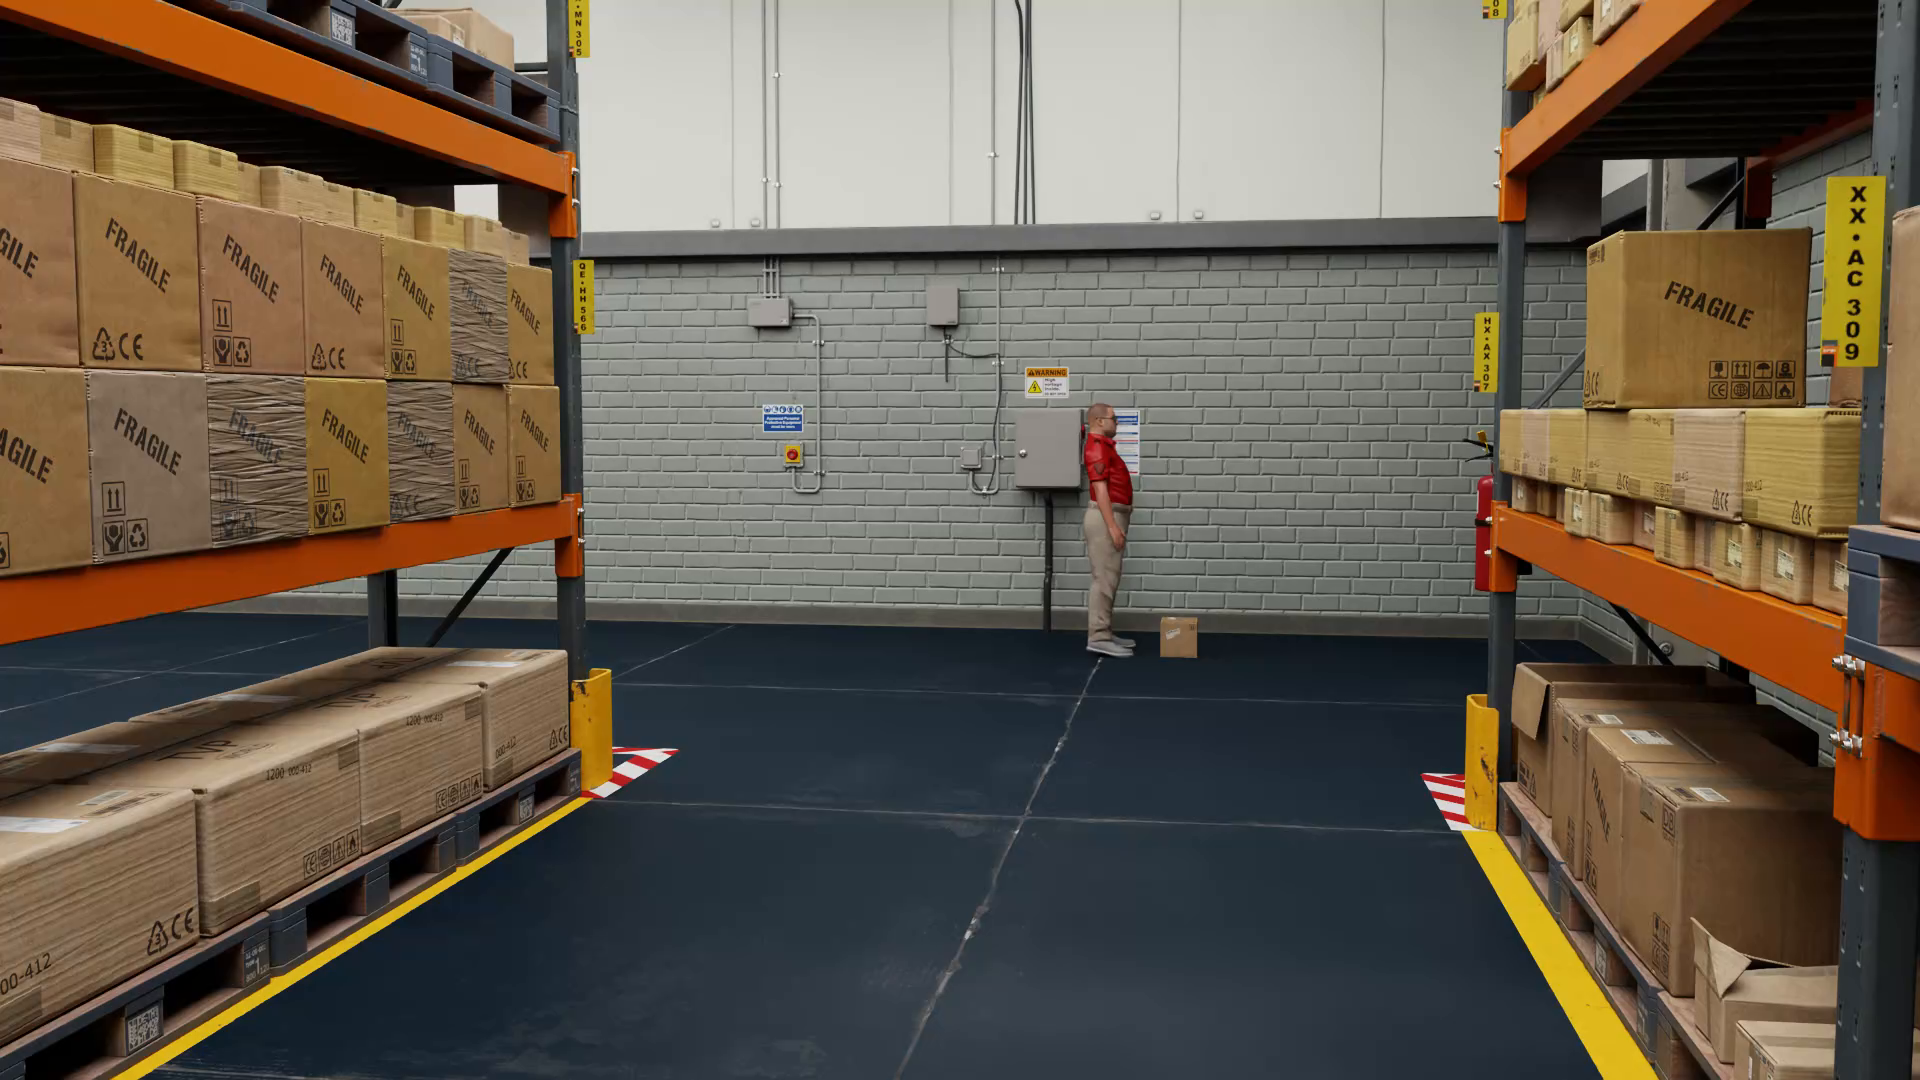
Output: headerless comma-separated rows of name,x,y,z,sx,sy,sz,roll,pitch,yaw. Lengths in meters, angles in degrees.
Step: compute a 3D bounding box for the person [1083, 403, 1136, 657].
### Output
person,1.048,-0.080,11.591,0.378,1.741,0.551,0,4,4
